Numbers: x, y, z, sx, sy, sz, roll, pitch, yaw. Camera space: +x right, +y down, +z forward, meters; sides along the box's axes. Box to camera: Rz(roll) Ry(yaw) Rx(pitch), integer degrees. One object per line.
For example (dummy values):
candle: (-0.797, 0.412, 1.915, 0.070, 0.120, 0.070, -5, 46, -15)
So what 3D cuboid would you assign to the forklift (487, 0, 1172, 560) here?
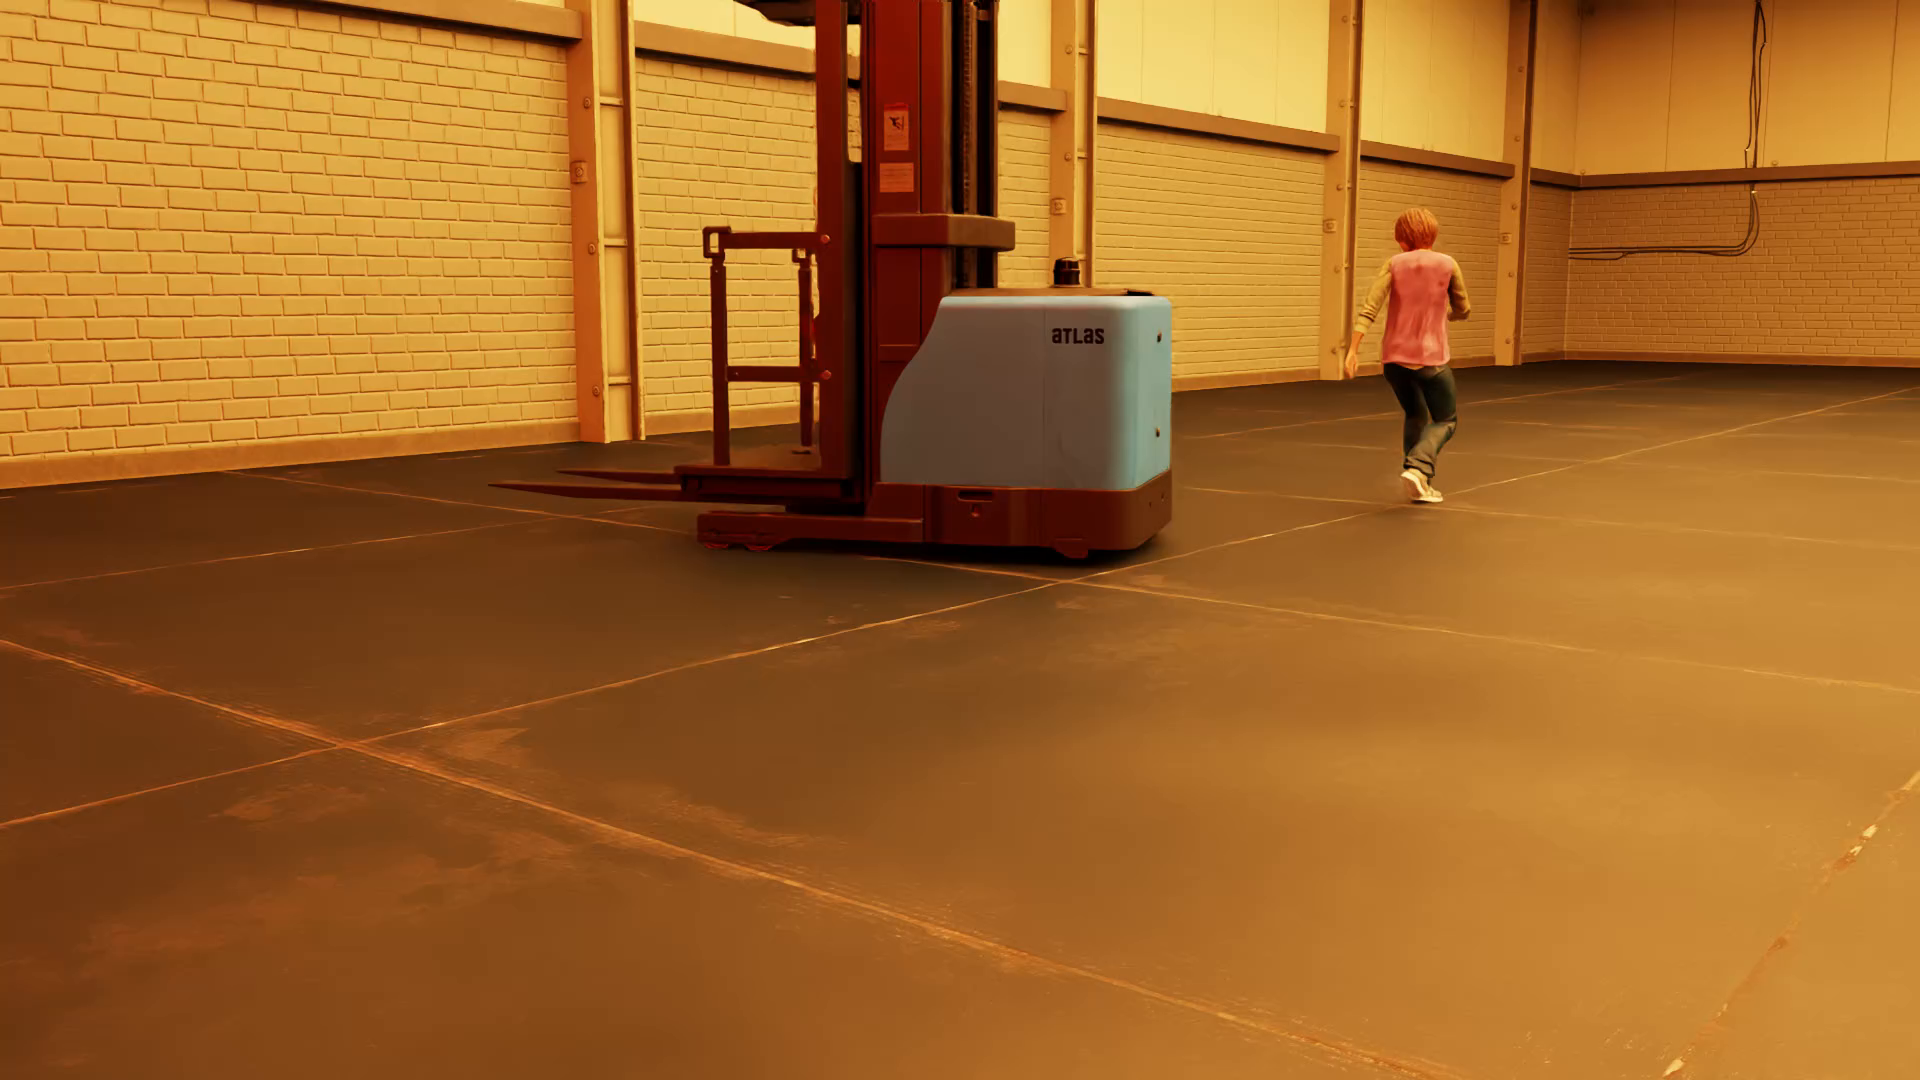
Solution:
forklift: (-0.620, -1.469, 7.319, 3.031, 2.935, 1.130, 2, 9, 16)

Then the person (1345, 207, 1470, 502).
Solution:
person: (2.327, -0.928, 8.559, 0.494, 1.524, 0.659, 6, 10, 35)
